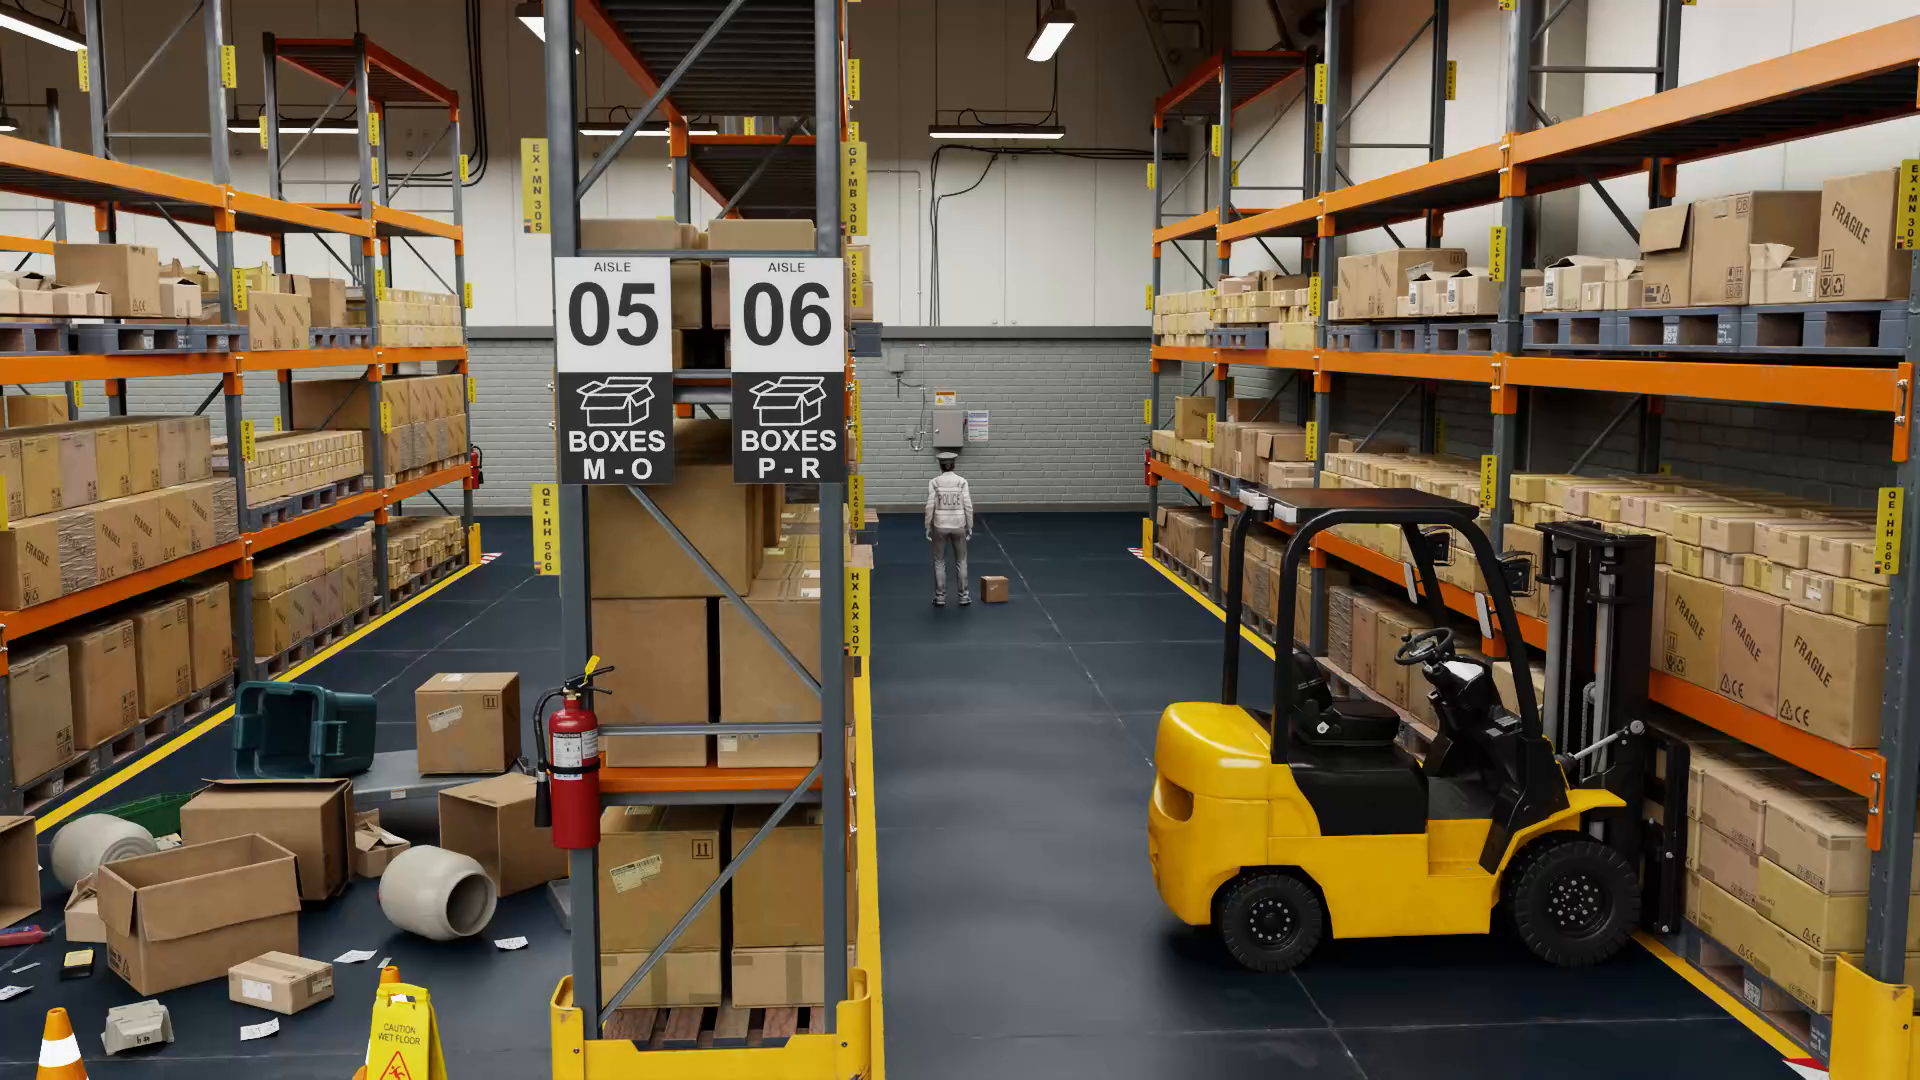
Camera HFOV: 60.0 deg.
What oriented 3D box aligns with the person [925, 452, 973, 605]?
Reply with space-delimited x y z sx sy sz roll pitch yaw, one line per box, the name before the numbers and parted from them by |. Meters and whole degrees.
person | -0.122 -0.122 18.238 0.530 1.663 0.342 0 7 -3
